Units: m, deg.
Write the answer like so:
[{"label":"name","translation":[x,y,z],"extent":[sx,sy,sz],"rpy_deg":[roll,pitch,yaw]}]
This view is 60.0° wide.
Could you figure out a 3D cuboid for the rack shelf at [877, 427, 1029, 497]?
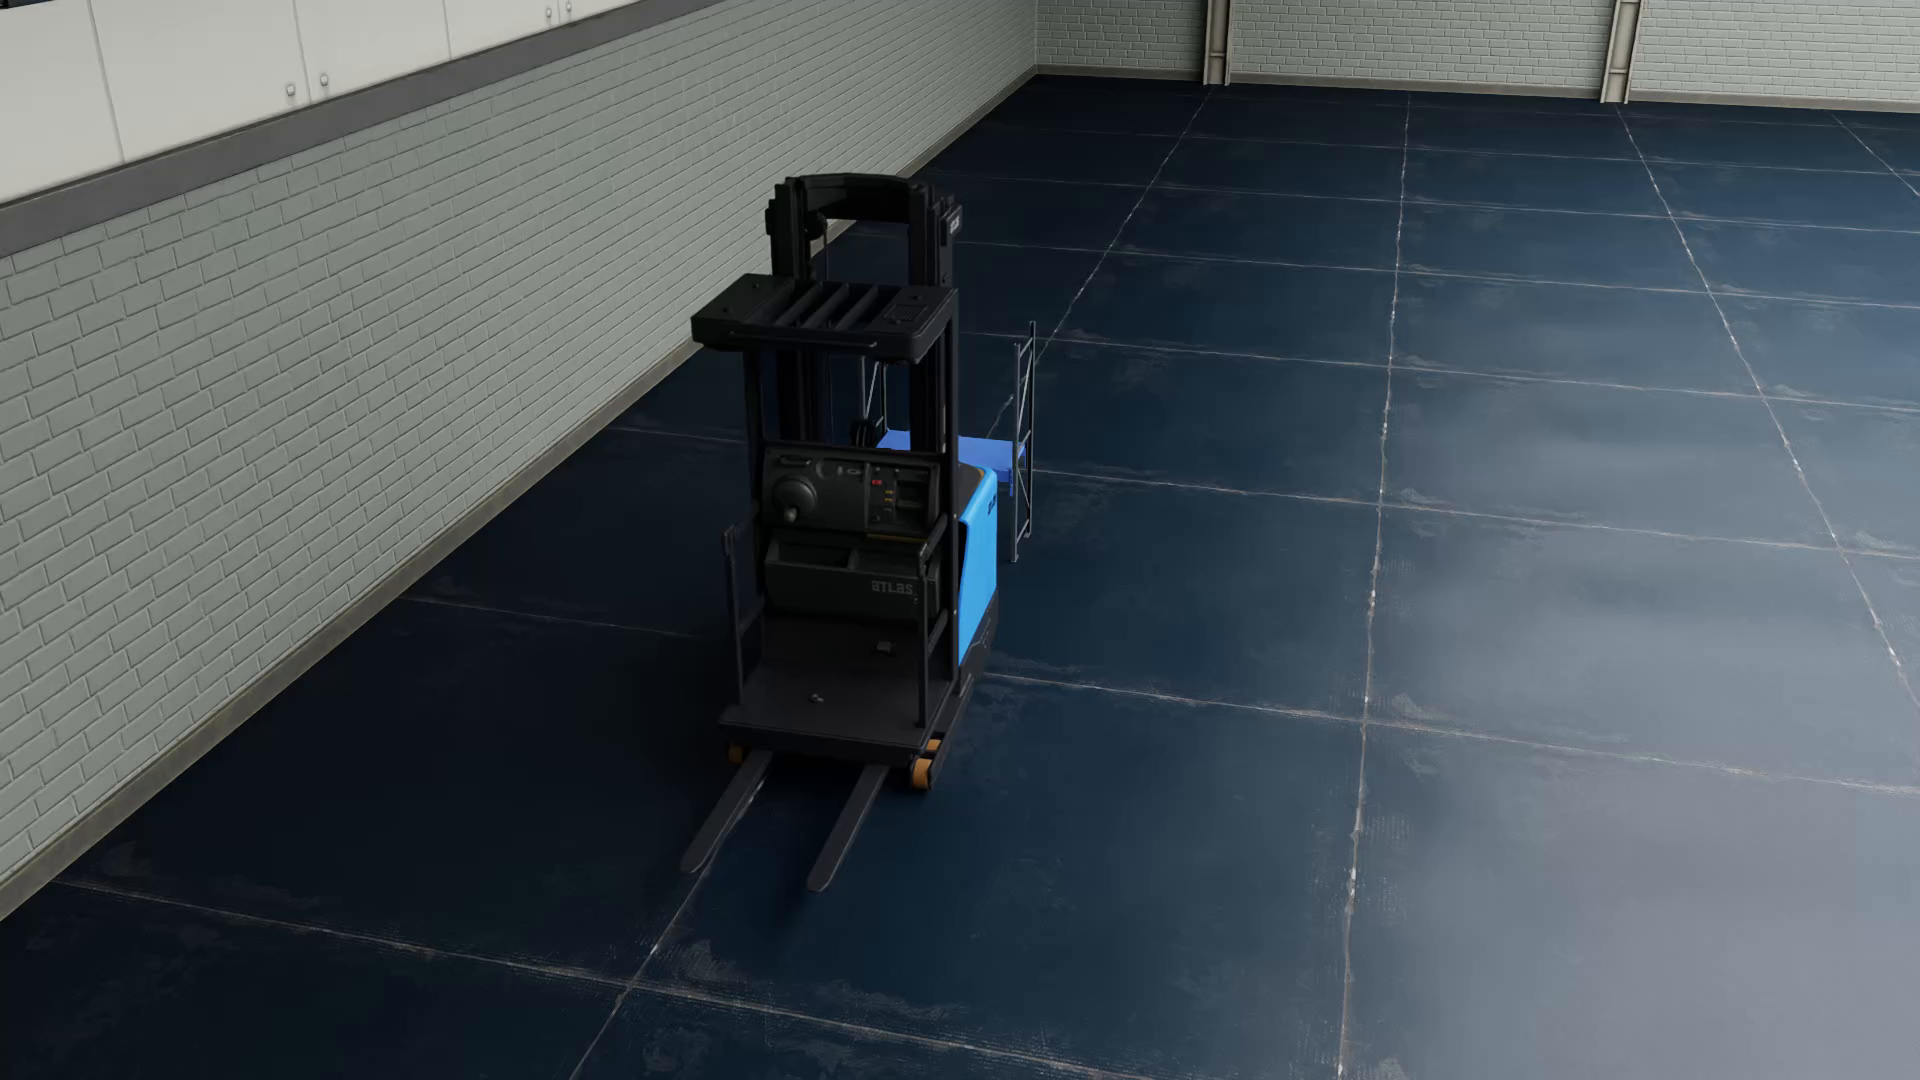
[{"label":"rack shelf","translation":[-0.083,-0.524,11.024],"extent":[1.000,0.185,0.538],"rpy_deg":[6,26,13]}]

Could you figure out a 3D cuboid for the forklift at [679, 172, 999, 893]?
[{"label":"forklift","translation":[-0.605,-0.216,8.293],"extent":[1.130,2.935,3.031],"rpy_deg":[6,26,12]}]

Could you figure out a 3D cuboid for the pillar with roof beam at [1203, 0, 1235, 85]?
[{"label":"pillar with roof beam","translation":[3.028,-9.577,20.898],"extent":[0.400,9.000,9.100],"rpy_deg":[6,26,13]}]

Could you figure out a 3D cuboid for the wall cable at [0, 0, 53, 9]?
[{"label":"wall cable","translation":[-3.889,-4.607,6.503],"extent":[0.169,6.003,2.305],"rpy_deg":[6,26,13]}]

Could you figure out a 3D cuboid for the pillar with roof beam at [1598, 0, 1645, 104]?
[{"label":"pillar with roof beam","translation":[8.839,-8.935,19.548],"extent":[0.400,9.000,9.100],"rpy_deg":[6,26,13]}]

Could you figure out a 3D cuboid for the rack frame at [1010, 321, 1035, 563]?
[{"label":"rack frame","translation":[0.410,-0.632,10.832],"extent":[0.032,1.500,0.500],"rpy_deg":[6,26,13]}]

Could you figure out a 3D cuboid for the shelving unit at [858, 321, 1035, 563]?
[{"label":"shelving unit","translation":[-0.083,-0.686,10.947],"extent":[1.048,1.500,0.538],"rpy_deg":[6,26,13]}]

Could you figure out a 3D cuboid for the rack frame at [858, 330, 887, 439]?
[{"label":"rack frame","translation":[-0.575,-0.741,11.061],"extent":[0.032,1.500,0.500],"rpy_deg":[6,26,13]}]
